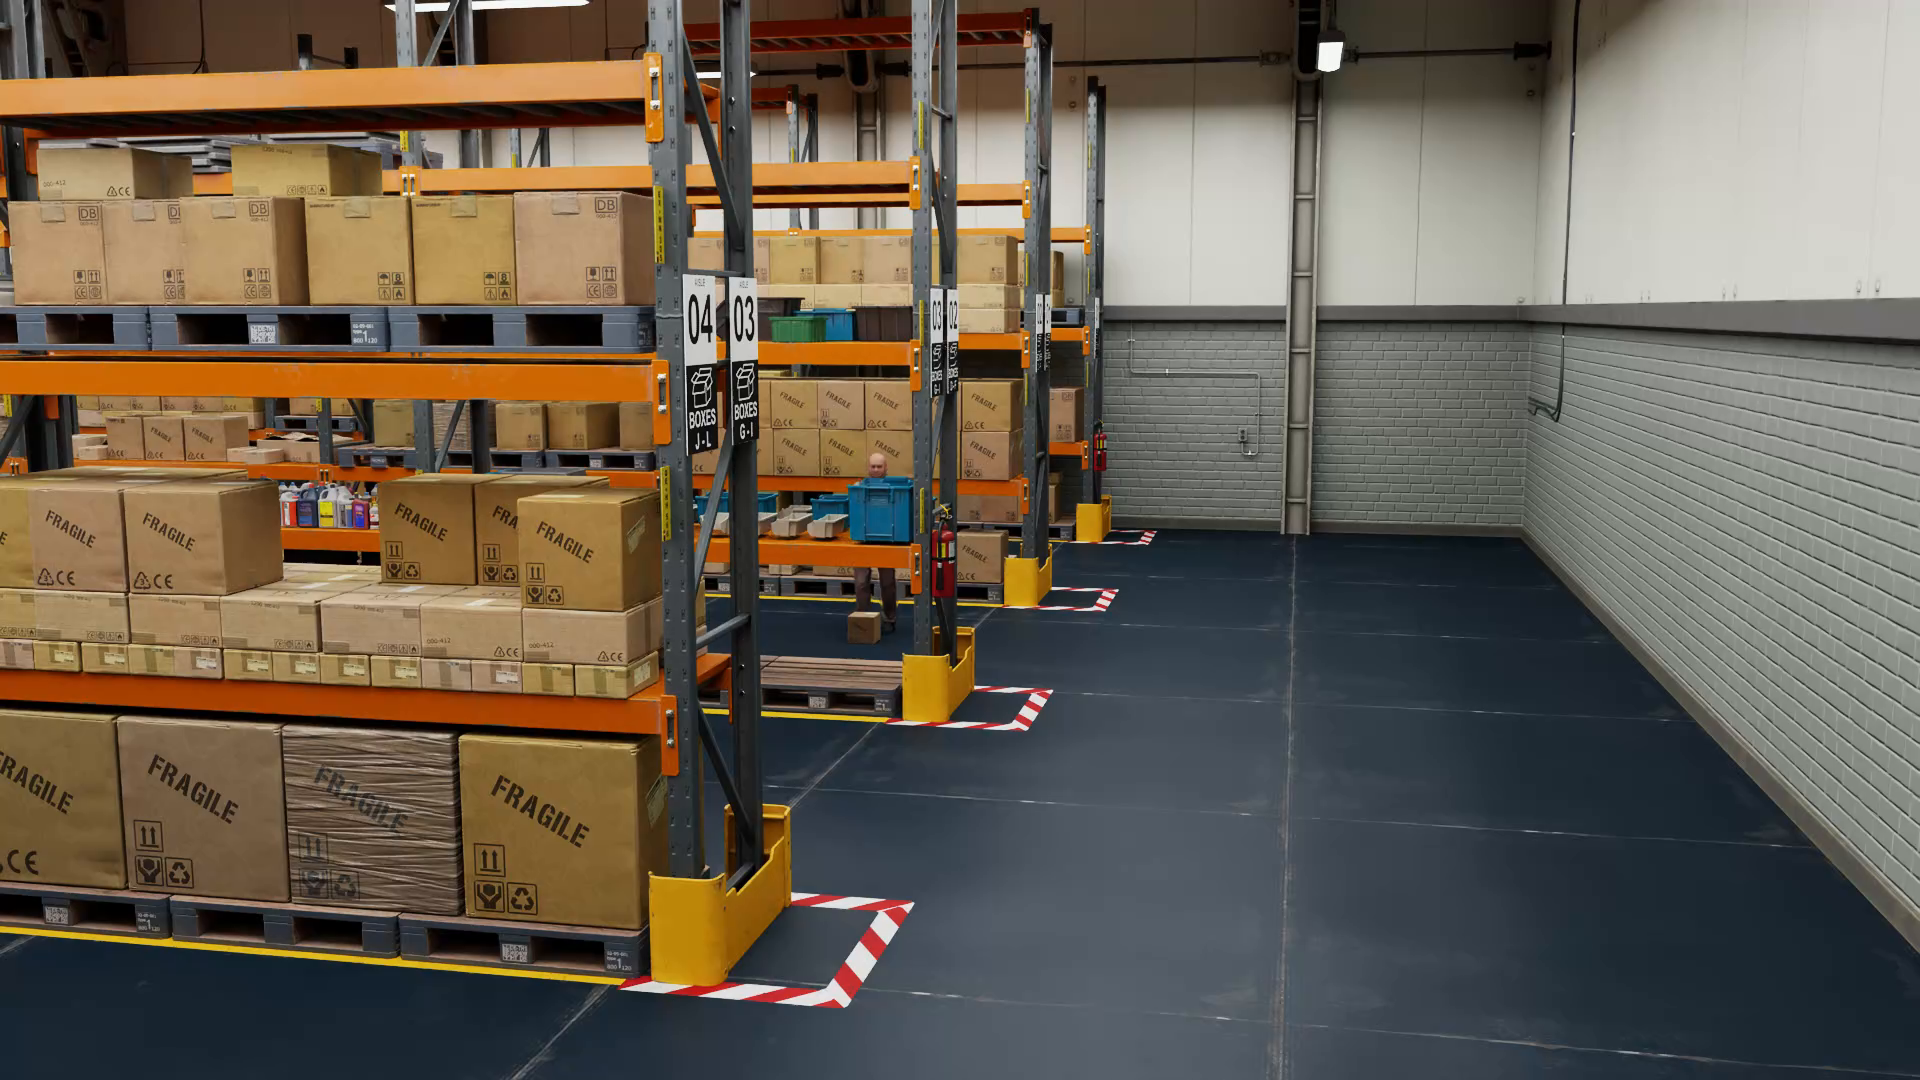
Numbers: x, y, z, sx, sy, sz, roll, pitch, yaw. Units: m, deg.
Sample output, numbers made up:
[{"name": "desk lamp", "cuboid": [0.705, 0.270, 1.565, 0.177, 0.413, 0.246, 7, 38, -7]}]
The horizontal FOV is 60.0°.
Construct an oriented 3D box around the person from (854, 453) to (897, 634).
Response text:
[{"name": "person", "cuboid": [-0.781, 0.029, 15.735, 0.533, 1.714, 0.358, 2, 8, 12]}]
